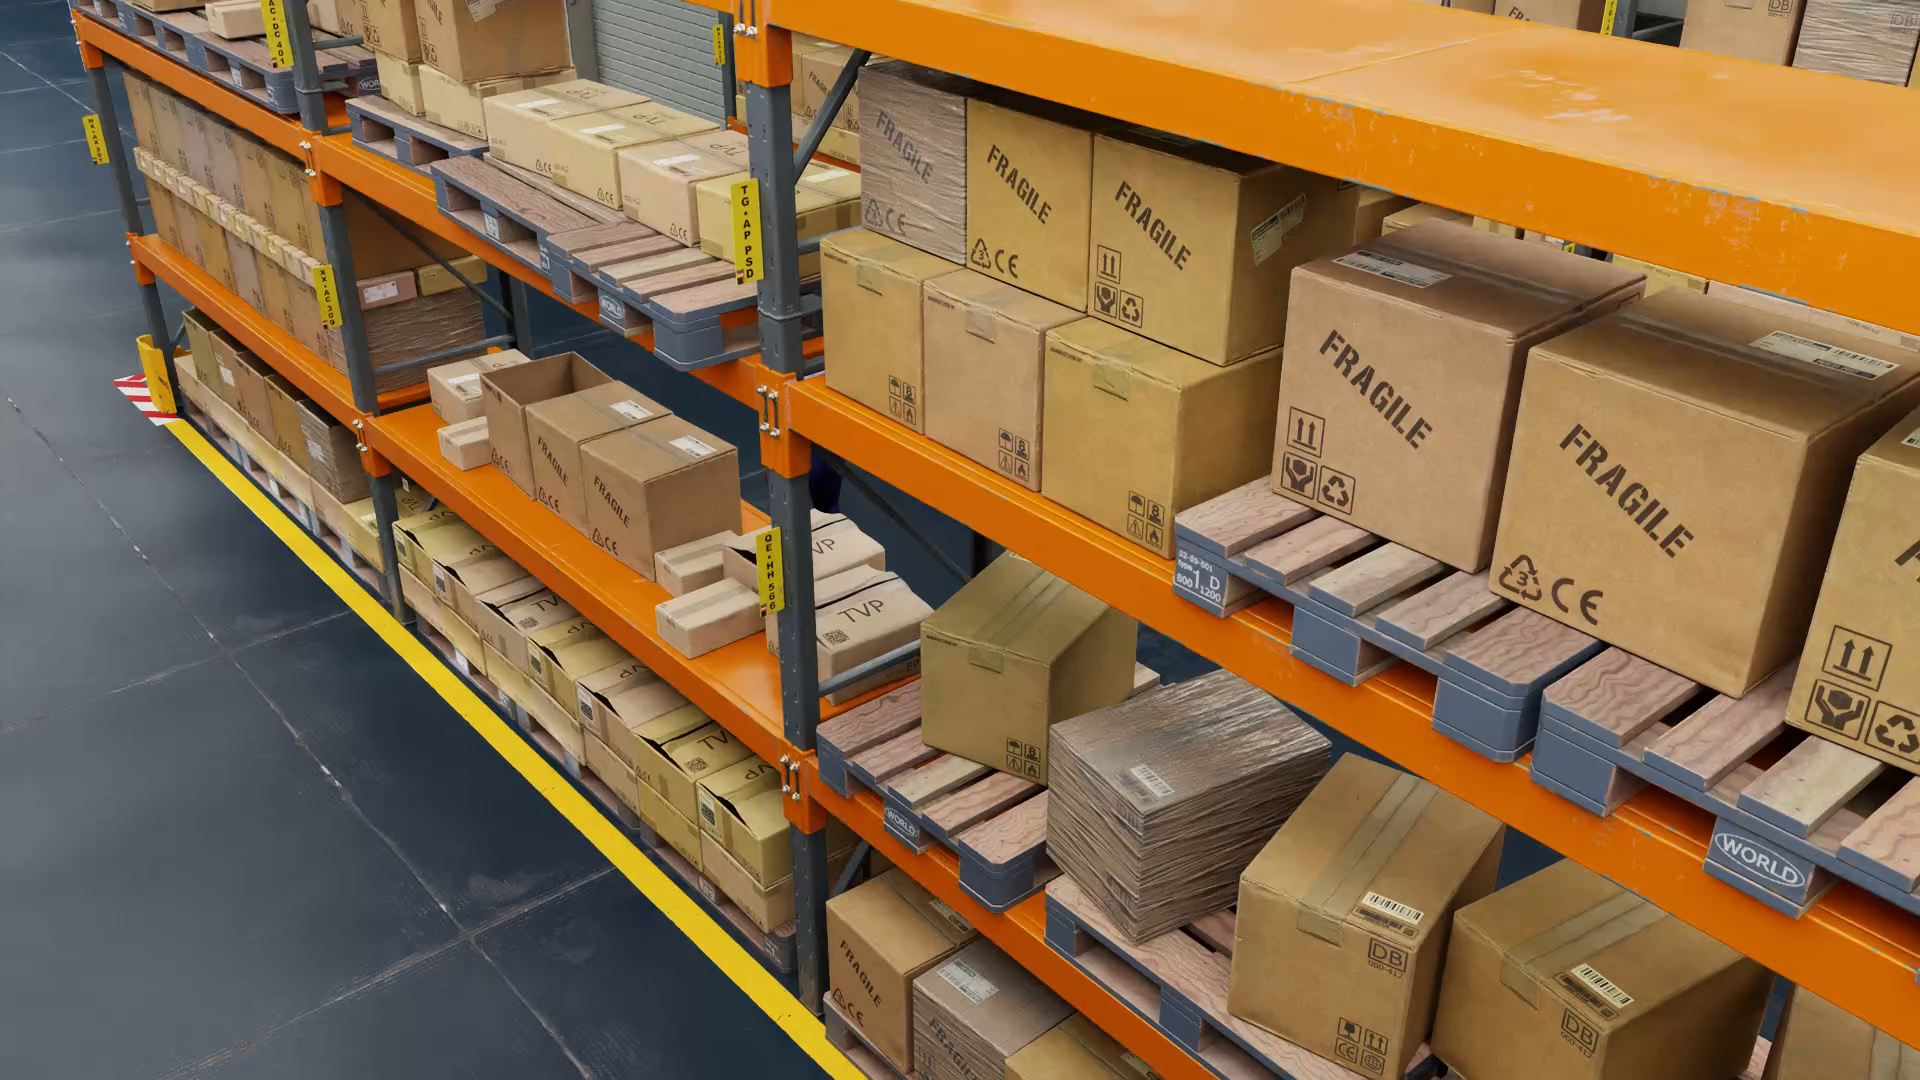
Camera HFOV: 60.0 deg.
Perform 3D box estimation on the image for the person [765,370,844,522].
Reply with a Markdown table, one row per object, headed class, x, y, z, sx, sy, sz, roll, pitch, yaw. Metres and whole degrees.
| class | x | y | z | sx | sy | sz | roll | pitch | yaw |
| --- | --- | --- | --- | --- | --- | --- | --- | --- | --- |
| person | -0.898 | -0.468 | 9.514 | 0.562 | 1.636 | 0.427 | -25 | 37 | -38 |
